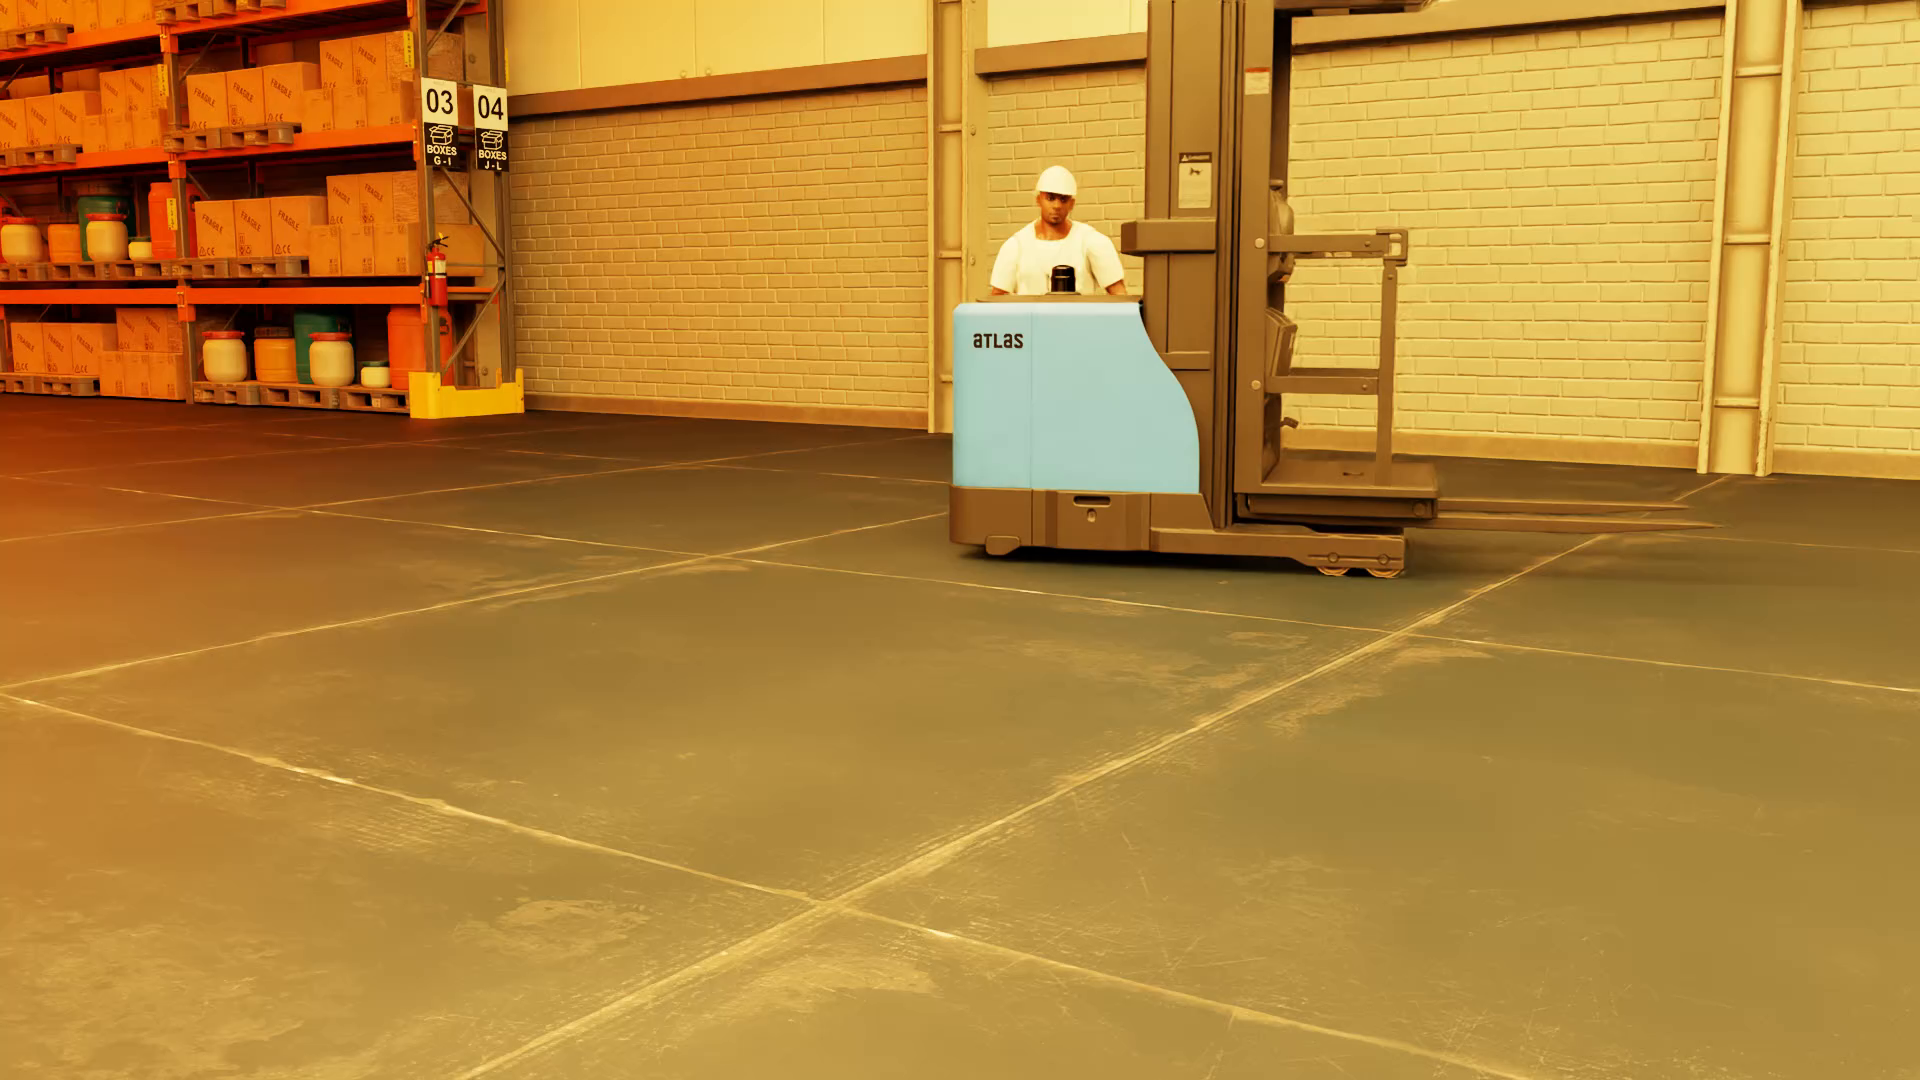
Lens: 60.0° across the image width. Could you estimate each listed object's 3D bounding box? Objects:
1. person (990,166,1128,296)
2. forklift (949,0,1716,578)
[{"bbox_3d":[0.481,-0.976,8.293,0.809,1.743,0.392,2,8,12],"label":"person"},{"bbox_3d":[1.530,-1.383,6.920,3.031,2.935,1.130,2,8,15],"label":"forklift"}]
